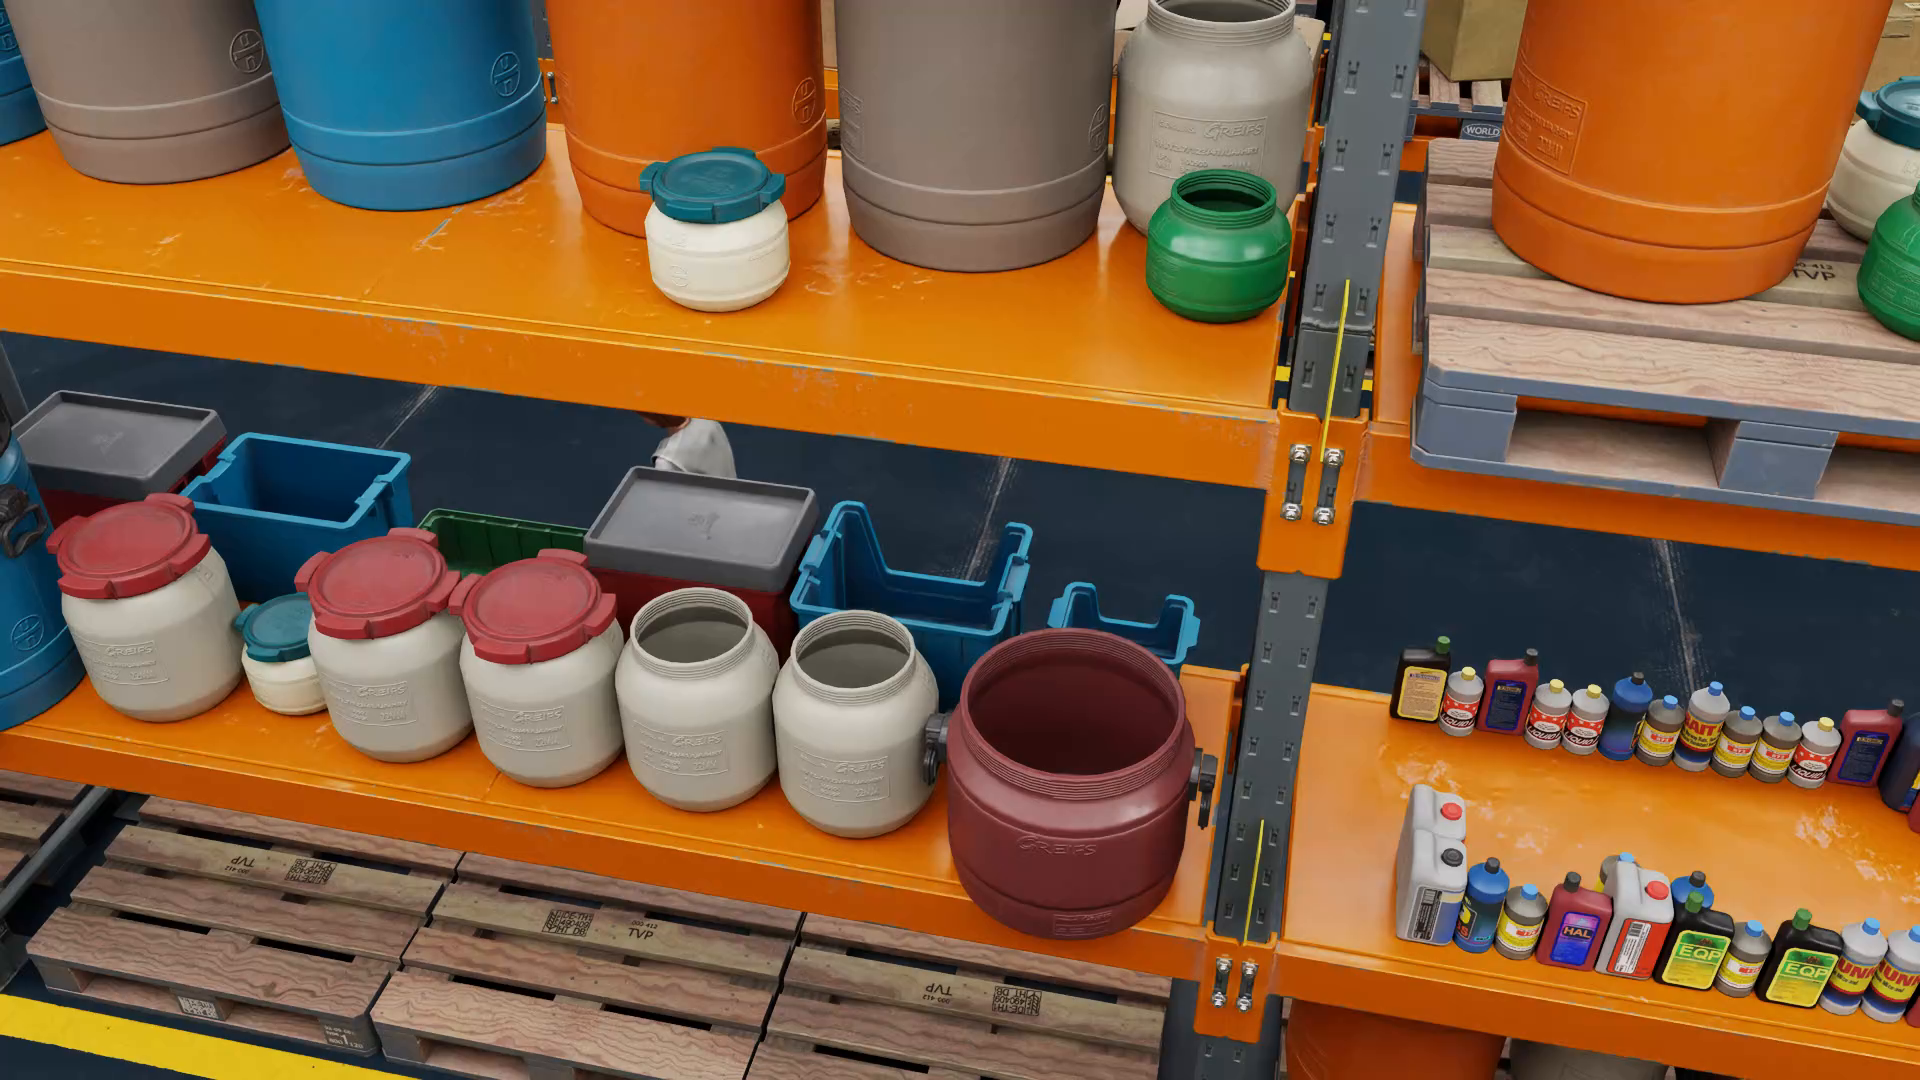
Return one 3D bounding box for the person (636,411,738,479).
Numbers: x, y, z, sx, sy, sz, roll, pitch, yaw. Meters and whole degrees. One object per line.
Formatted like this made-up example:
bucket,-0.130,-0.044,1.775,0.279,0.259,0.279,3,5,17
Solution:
person,-0.952,0.055,6.087,0.343,1.593,0.461,8,38,10
